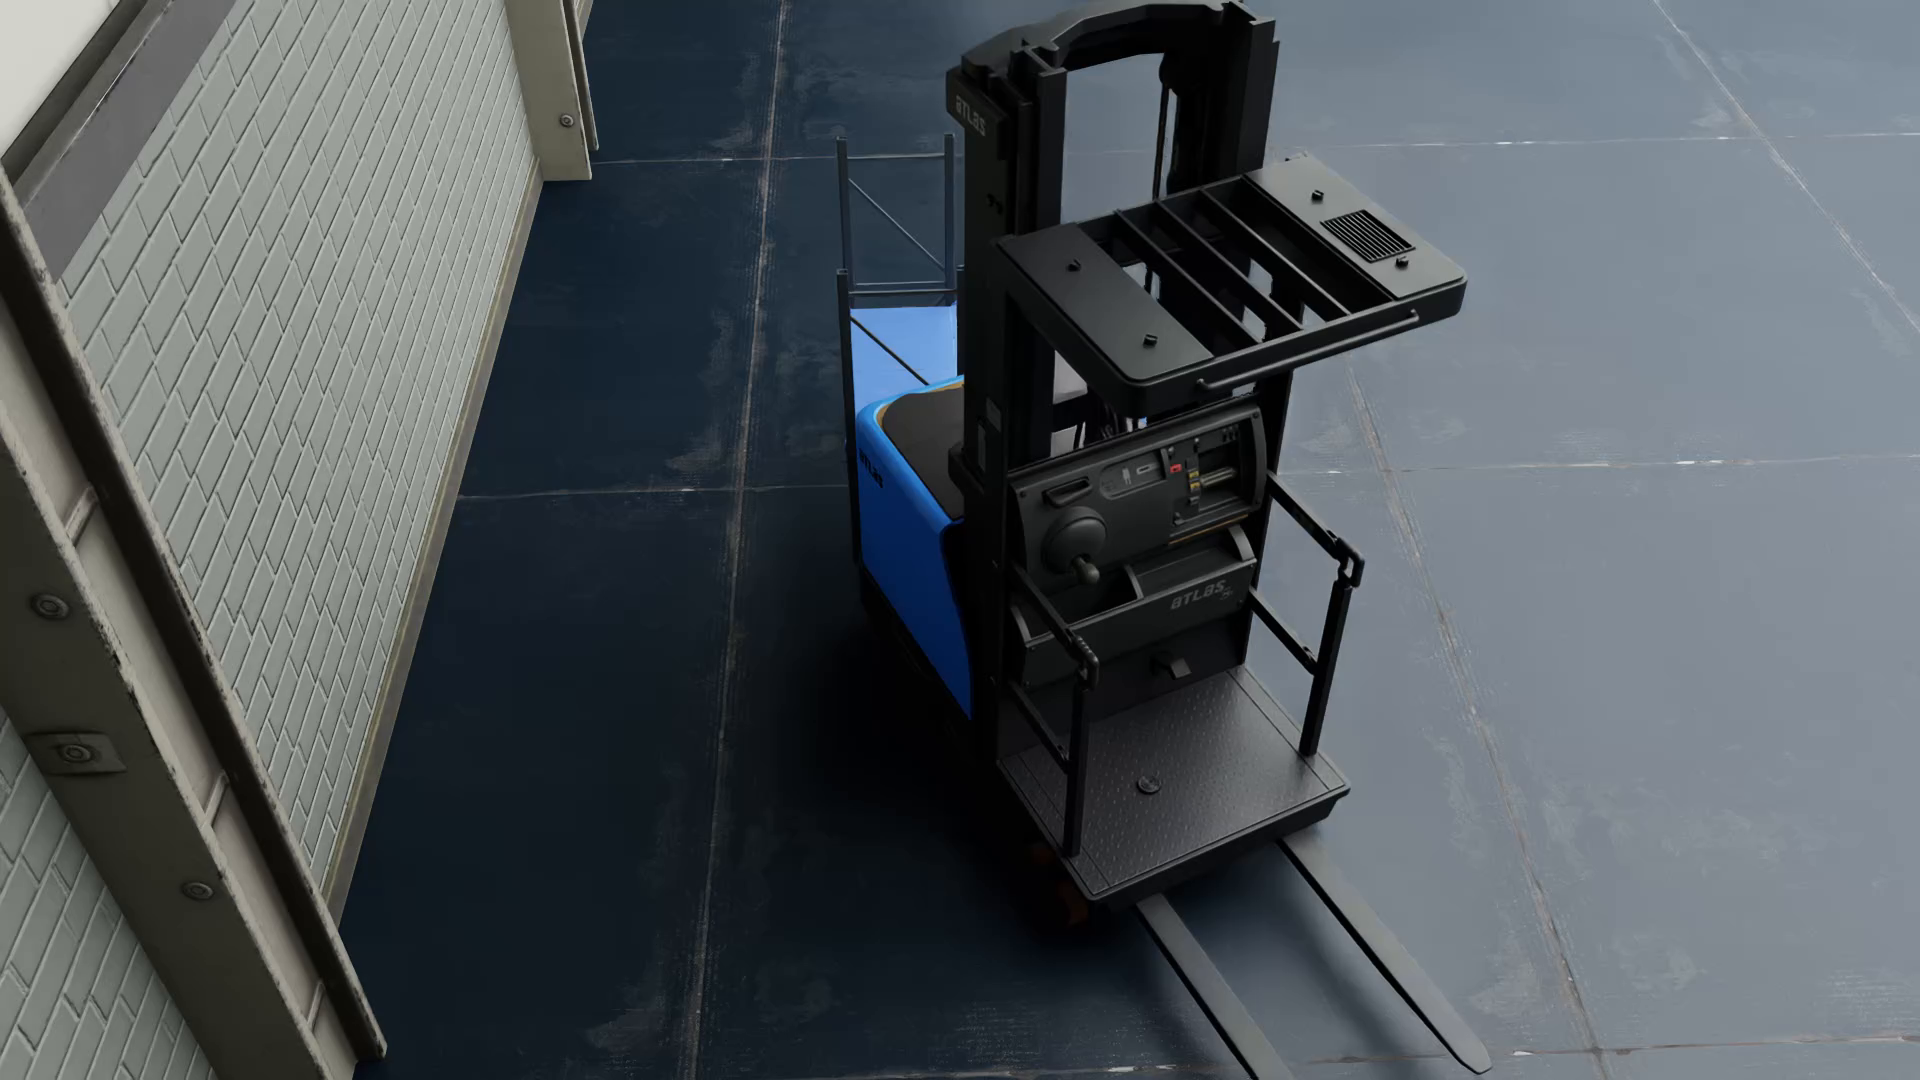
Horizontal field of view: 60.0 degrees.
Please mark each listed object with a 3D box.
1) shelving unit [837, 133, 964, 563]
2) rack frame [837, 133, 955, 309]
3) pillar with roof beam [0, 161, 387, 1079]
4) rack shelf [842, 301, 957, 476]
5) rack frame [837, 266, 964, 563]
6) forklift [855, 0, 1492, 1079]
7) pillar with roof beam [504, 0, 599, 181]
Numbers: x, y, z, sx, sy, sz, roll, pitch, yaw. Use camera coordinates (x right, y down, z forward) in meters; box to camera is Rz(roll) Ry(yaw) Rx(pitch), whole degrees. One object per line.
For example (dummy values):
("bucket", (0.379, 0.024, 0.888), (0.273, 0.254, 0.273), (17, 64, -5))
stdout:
("shelving unit", (-0.245, -0.813, 7.177), (0.538, 1.500, 1.048), (-2, 43, -2))
("rack frame", (-0.272, -1.156, 7.551), (0.500, 1.500, 0.032), (-2, 43, -2))
("pillar with roof beam", (2.241, -1.619, 2.507), (9.100, 9.000, 0.400), (-2, 43, -2))
("rack shelf", (-0.245, -0.681, 7.299), (0.538, 0.185, 1.000), (-2, 43, -2))
("rack frame", (-0.217, -0.471, 6.803), (0.500, 1.500, 0.032), (-2, 43, -2))
("forklift", (0.700, -0.060, 5.296), (1.130, 2.935, 3.031), (-19, 46, -20))
("pillar with roof beam", (1.986, -5.670, 6.926), (9.100, 9.000, 0.400), (-2, 43, -2))
